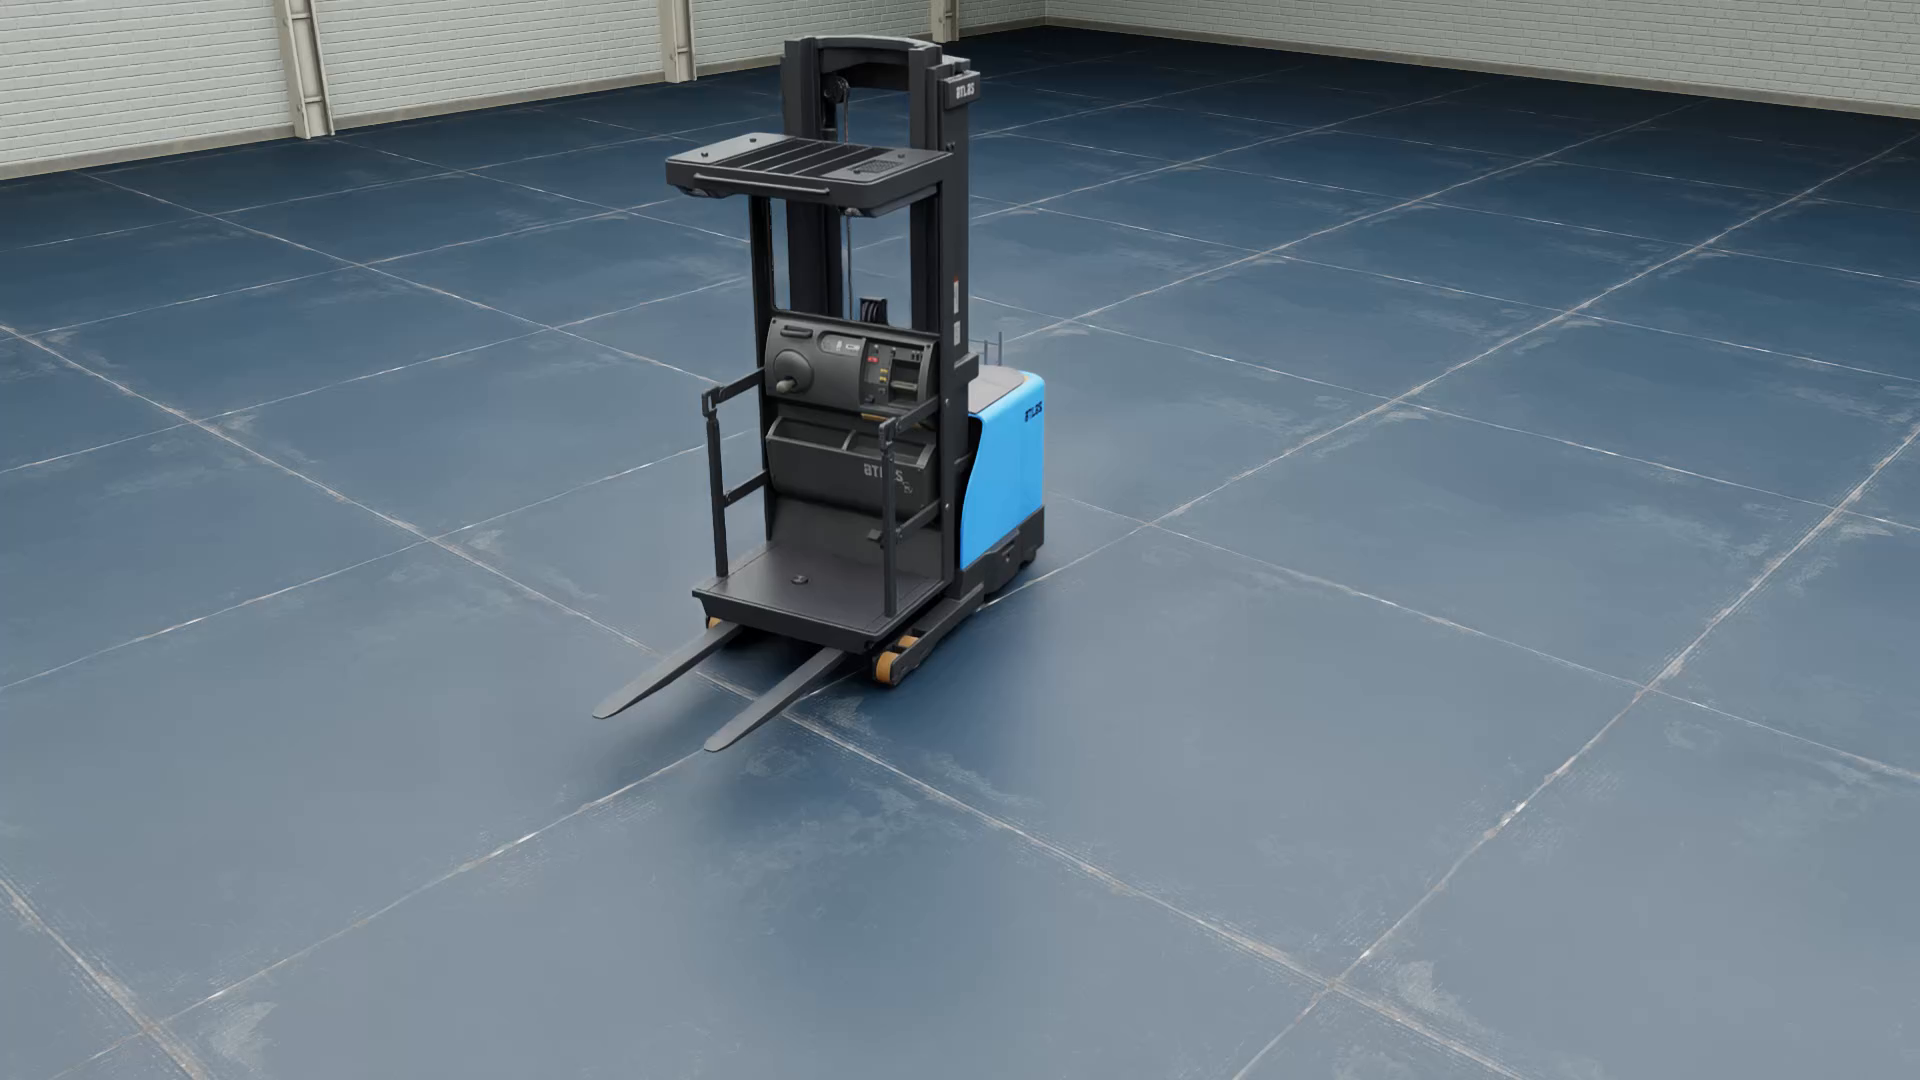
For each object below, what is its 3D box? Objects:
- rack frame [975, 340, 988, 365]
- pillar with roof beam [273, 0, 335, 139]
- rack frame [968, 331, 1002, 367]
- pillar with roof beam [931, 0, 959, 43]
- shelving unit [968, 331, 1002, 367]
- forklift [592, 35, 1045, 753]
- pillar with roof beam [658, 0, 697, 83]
[{"bbox_3d":[0.049,-0.595,9.611,0.240,1.200,0.006,12,27,25],"label":"rack frame"},{"bbox_3d":[-5.068,-8.122,16.865,9.100,9.000,0.400,20,31,38],"label":"pillar with roof beam"},{"bbox_3d":[0.134,-0.662,9.759,0.240,1.200,0.006,12,27,25],"label":"rack frame"},{"bbox_3d":[2.941,-11.778,25.019,9.100,9.000,0.400,20,31,38],"label":"pillar with roof beam"},{"bbox_3d":[0.091,-0.628,9.685,0.258,1.200,0.189,12,27,25],"label":"shelving unit"},{"bbox_3d":[-0.650,-0.831,8.022,1.130,2.935,3.031,12,27,25],"label":"forklift"},{"bbox_3d":[-1.063,-9.950,20.942,9.100,9.000,0.400,20,31,38],"label":"pillar with roof beam"}]
